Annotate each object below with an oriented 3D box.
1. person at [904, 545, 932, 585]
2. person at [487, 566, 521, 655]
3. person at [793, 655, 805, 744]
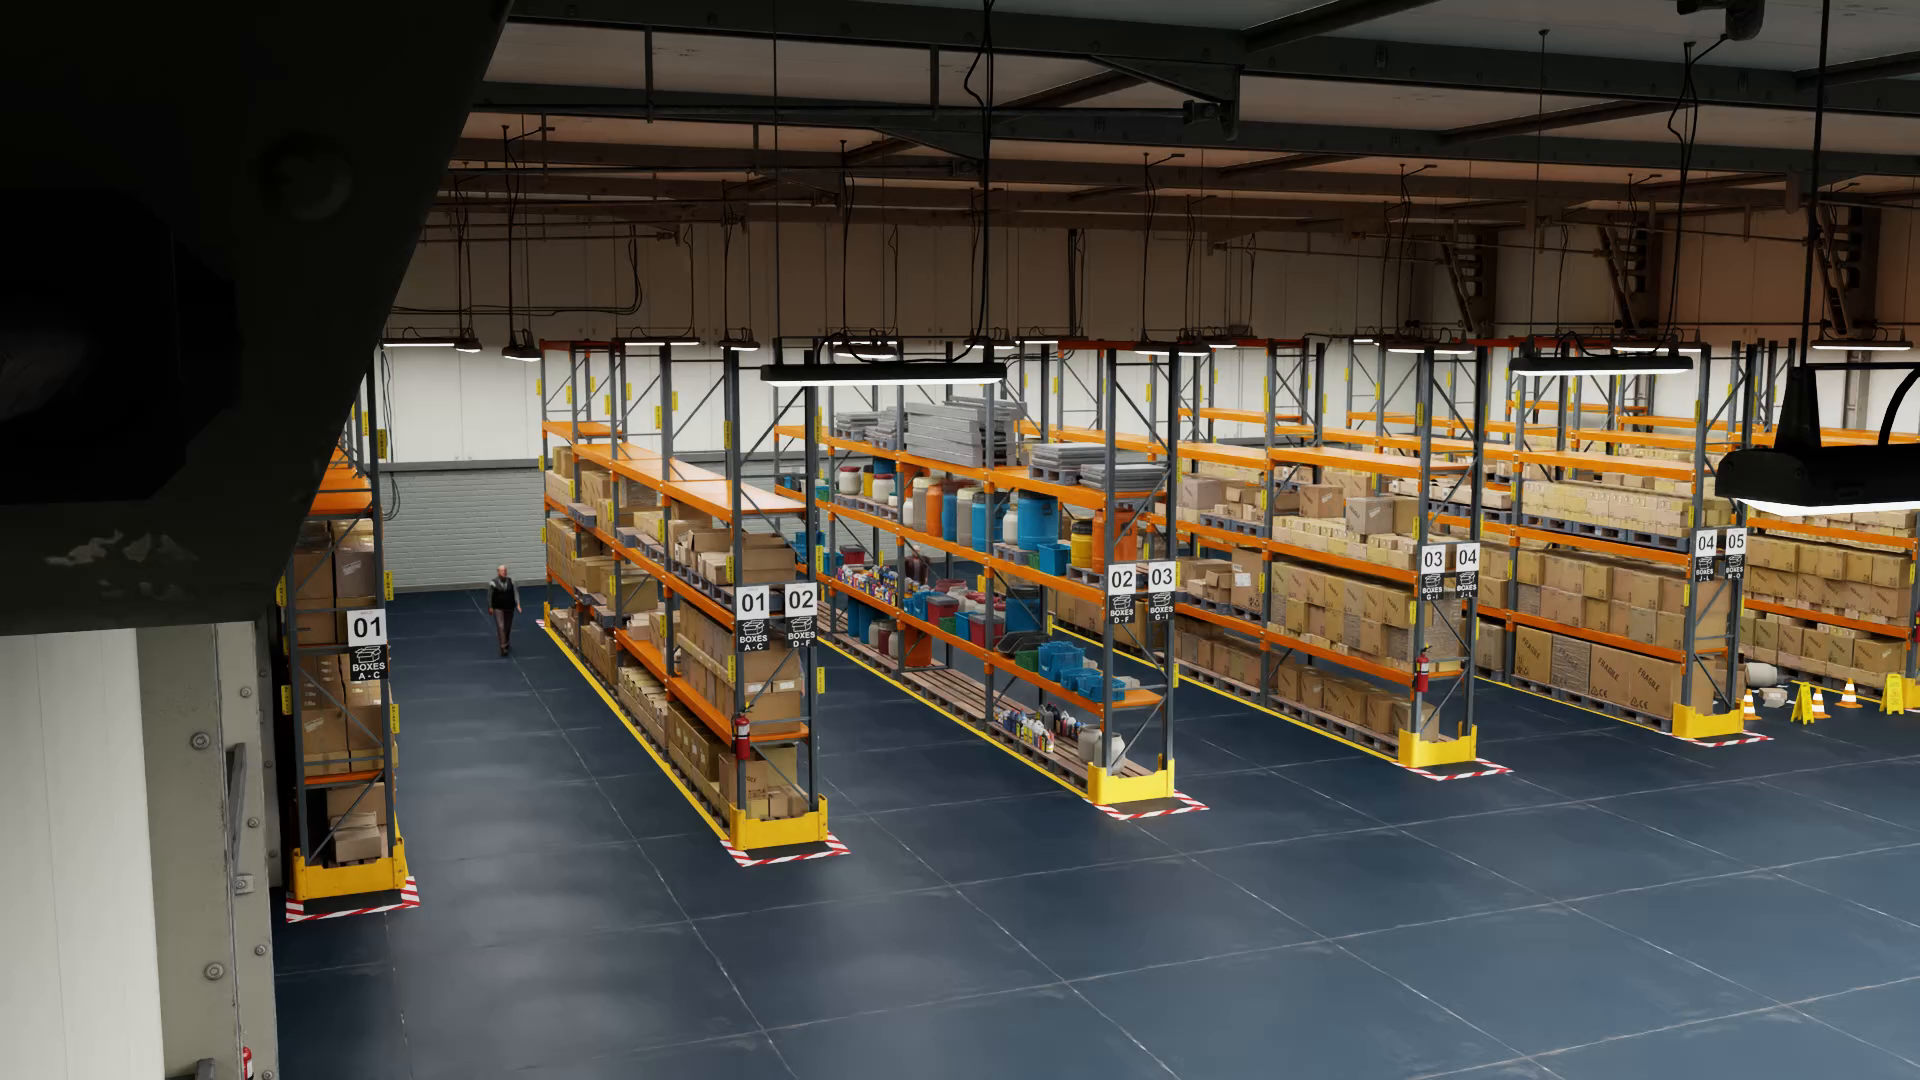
[{"bbox_3d":[-0.957,0.923,35.270,0.745,1.685,0.654,-2,8,-13],"label":"person"},{"bbox_3d":[-8.800,1.323,32.089,0.599,1.667,1.068,-3,8,-25],"label":"person"},{"bbox_3d":[-2.548,2.277,25.171,0.434,1.546,0.967,-5,9,-35],"label":"person"}]
